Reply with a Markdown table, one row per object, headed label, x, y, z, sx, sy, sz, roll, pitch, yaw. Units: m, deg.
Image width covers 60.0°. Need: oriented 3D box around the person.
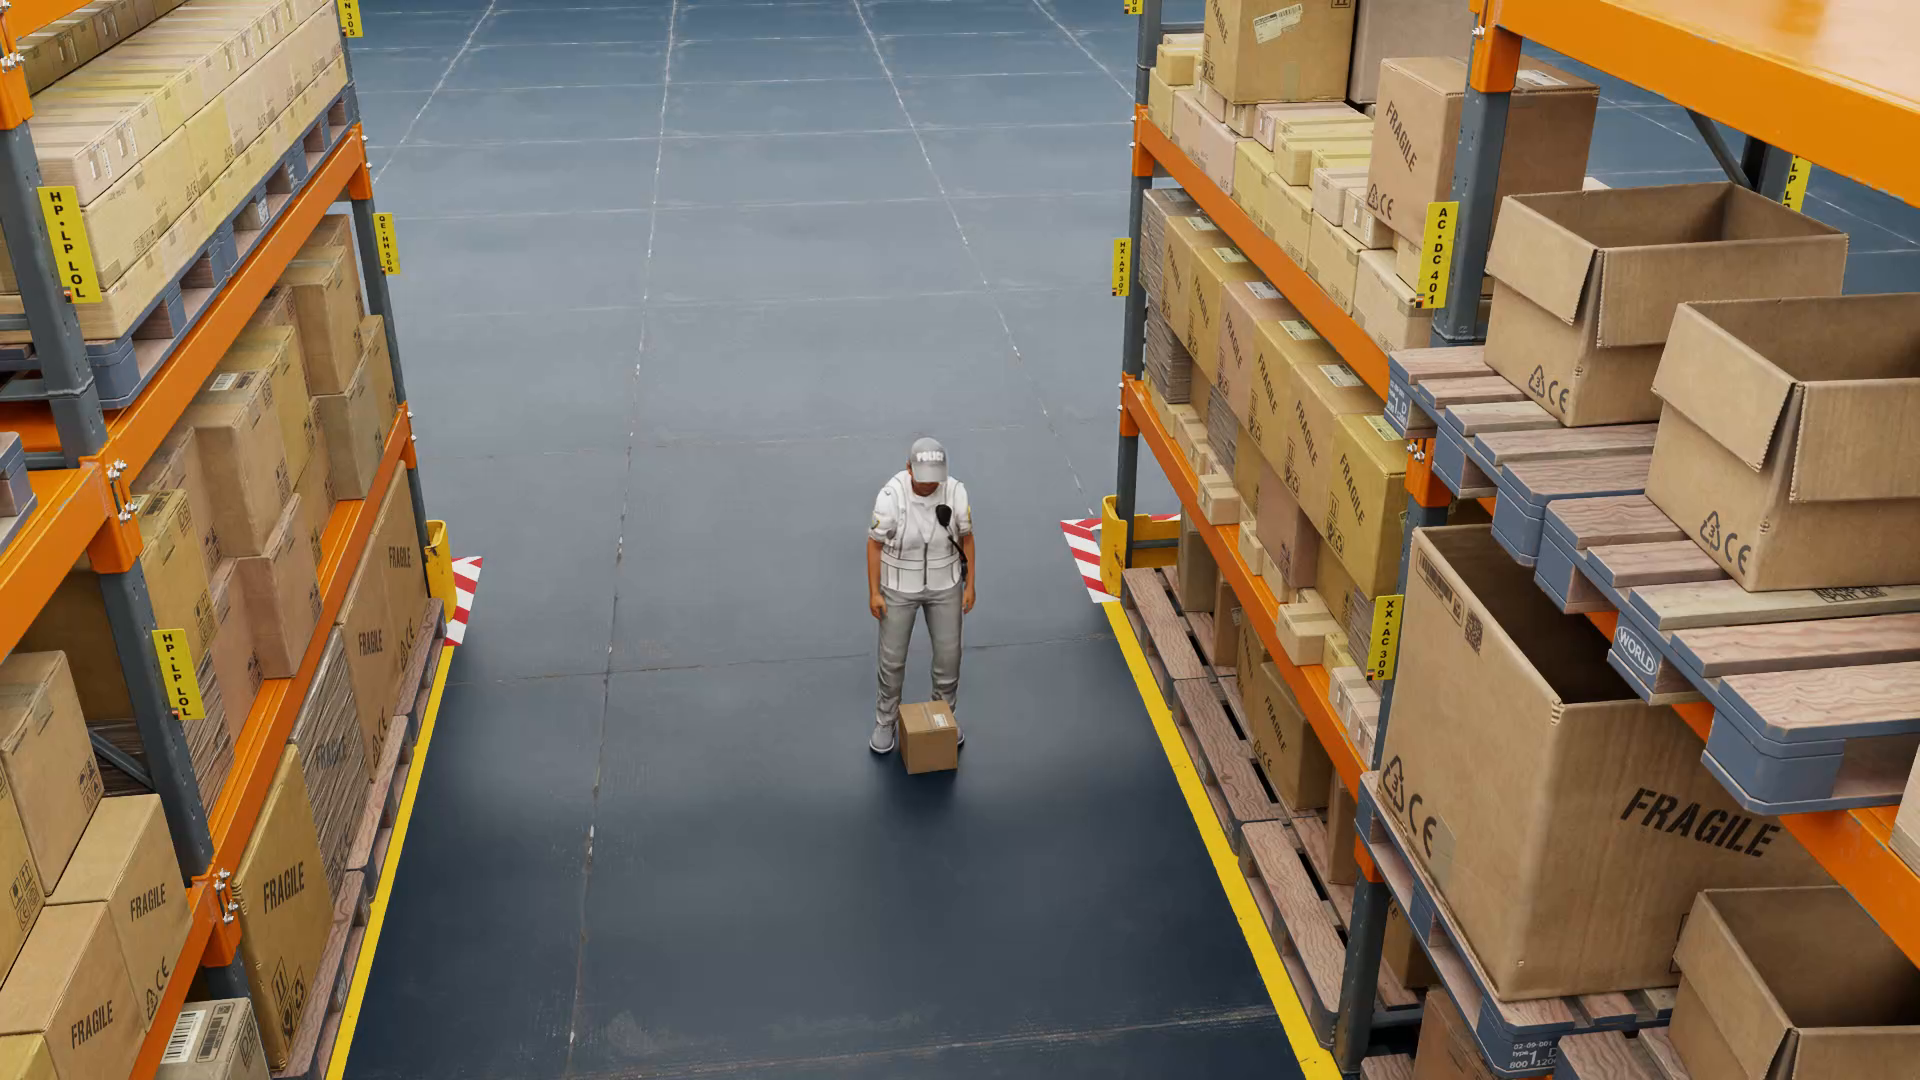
| label | x | y | z | sx | sy | sz | roll | pitch | yaw |
| --- | --- | --- | --- | --- | --- | --- | --- | --- | --- |
| person | -0.194 | 0.251 | 8.124 | 0.554 | 1.666 | 0.470 | -4 | 28 | -8 |
